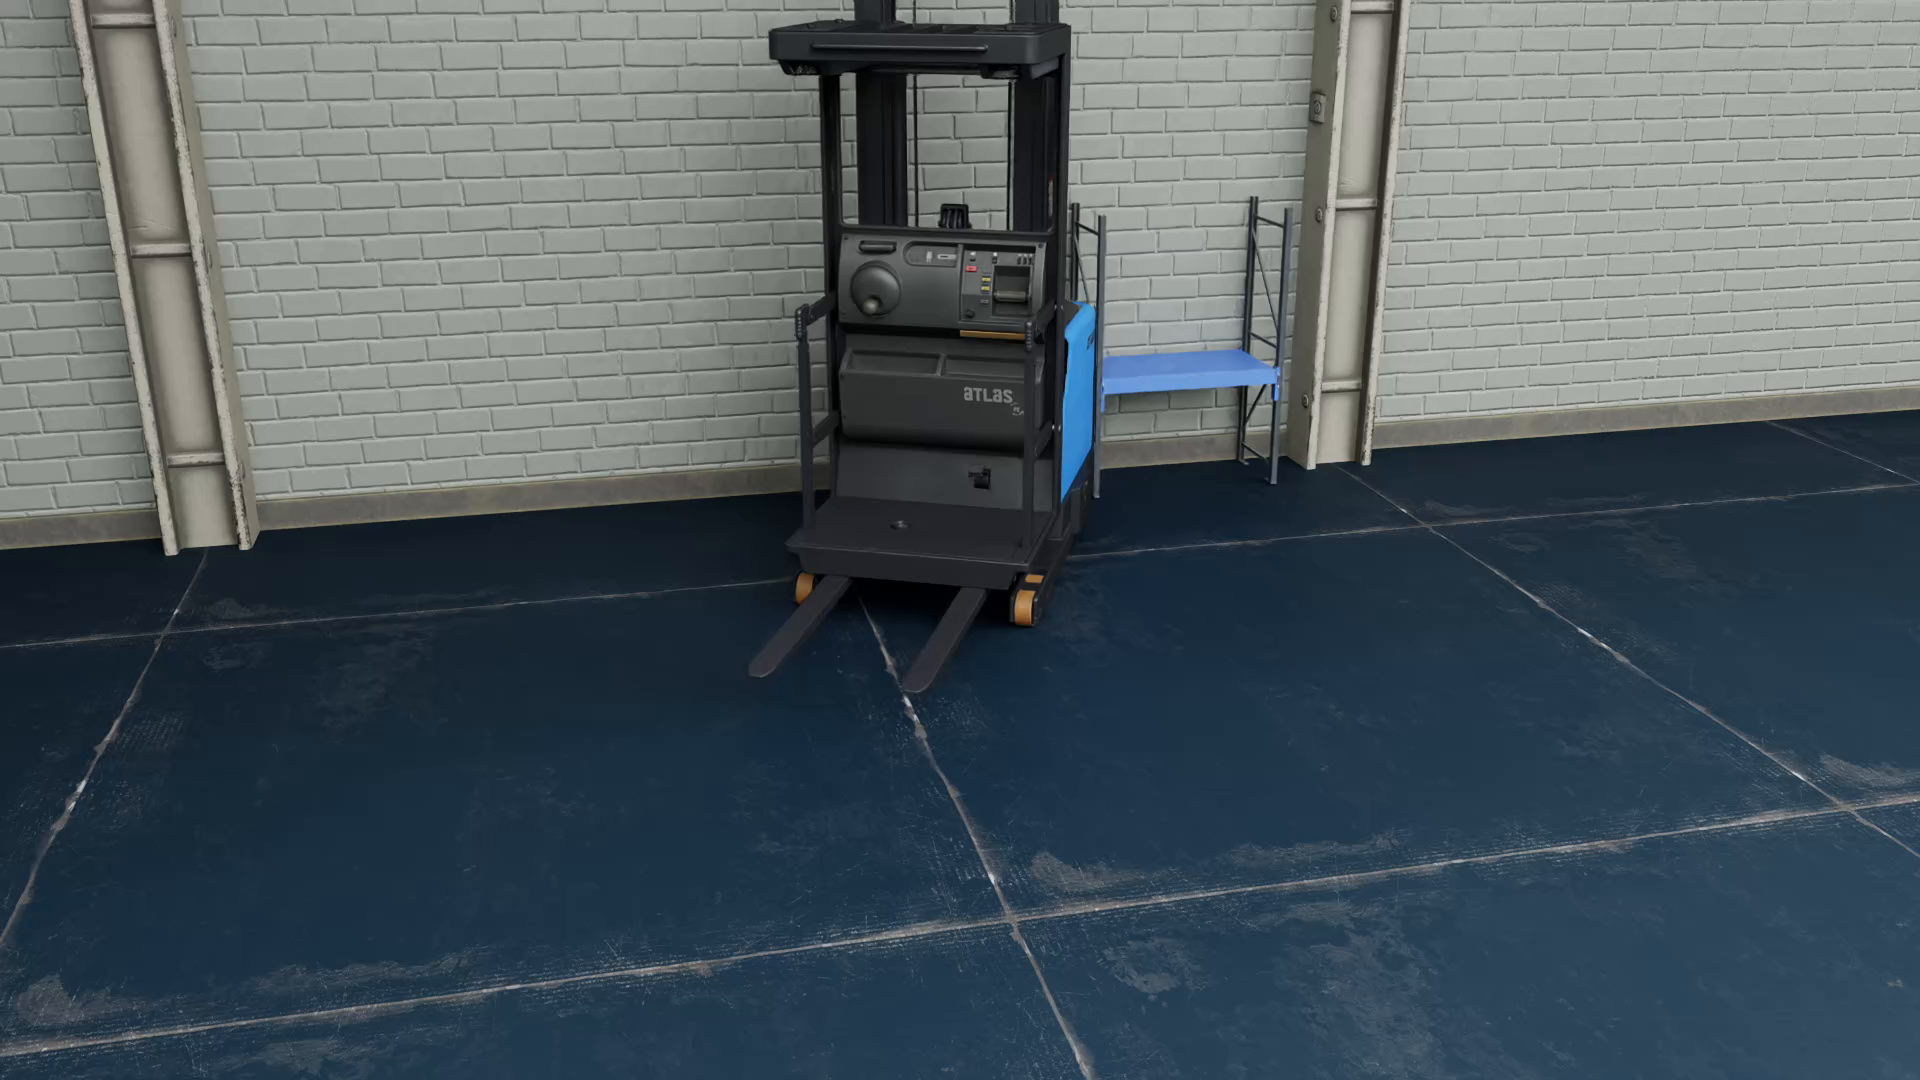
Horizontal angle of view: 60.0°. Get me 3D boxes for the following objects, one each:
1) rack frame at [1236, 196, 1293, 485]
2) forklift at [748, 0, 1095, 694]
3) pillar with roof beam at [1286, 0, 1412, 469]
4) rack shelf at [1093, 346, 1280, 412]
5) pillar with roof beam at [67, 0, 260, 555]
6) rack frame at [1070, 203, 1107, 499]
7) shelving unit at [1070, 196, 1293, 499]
[{"bbox_3d":[1.661,-1.092,9.105,0.032,1.500,0.500,-5,20,-13],"label":"rack frame"},{"bbox_3d":[-0.130,-1.138,7.159,1.130,2.935,3.031,5,21,12],"label":"forklift"},{"bbox_3d":[3.108,-3.251,4.107,0.400,9.000,9.100,-5,21,-12],"label":"pillar with roof beam"},{"bbox_3d":[1.167,-0.882,9.054,1.000,0.185,0.538,-5,20,-13],"label":"rack shelf"},{"bbox_3d":[-2.731,-2.776,2.810,0.400,9.000,9.100,-5,21,-12],"label":"pillar with roof beam"},{"bbox_3d":[0.672,-1.011,8.885,0.032,1.500,0.500,-5,20,-13],"label":"rack frame"},{"bbox_3d":[1.167,-1.051,8.995,1.048,1.500,0.538,-5,20,-13],"label":"shelving unit"}]
